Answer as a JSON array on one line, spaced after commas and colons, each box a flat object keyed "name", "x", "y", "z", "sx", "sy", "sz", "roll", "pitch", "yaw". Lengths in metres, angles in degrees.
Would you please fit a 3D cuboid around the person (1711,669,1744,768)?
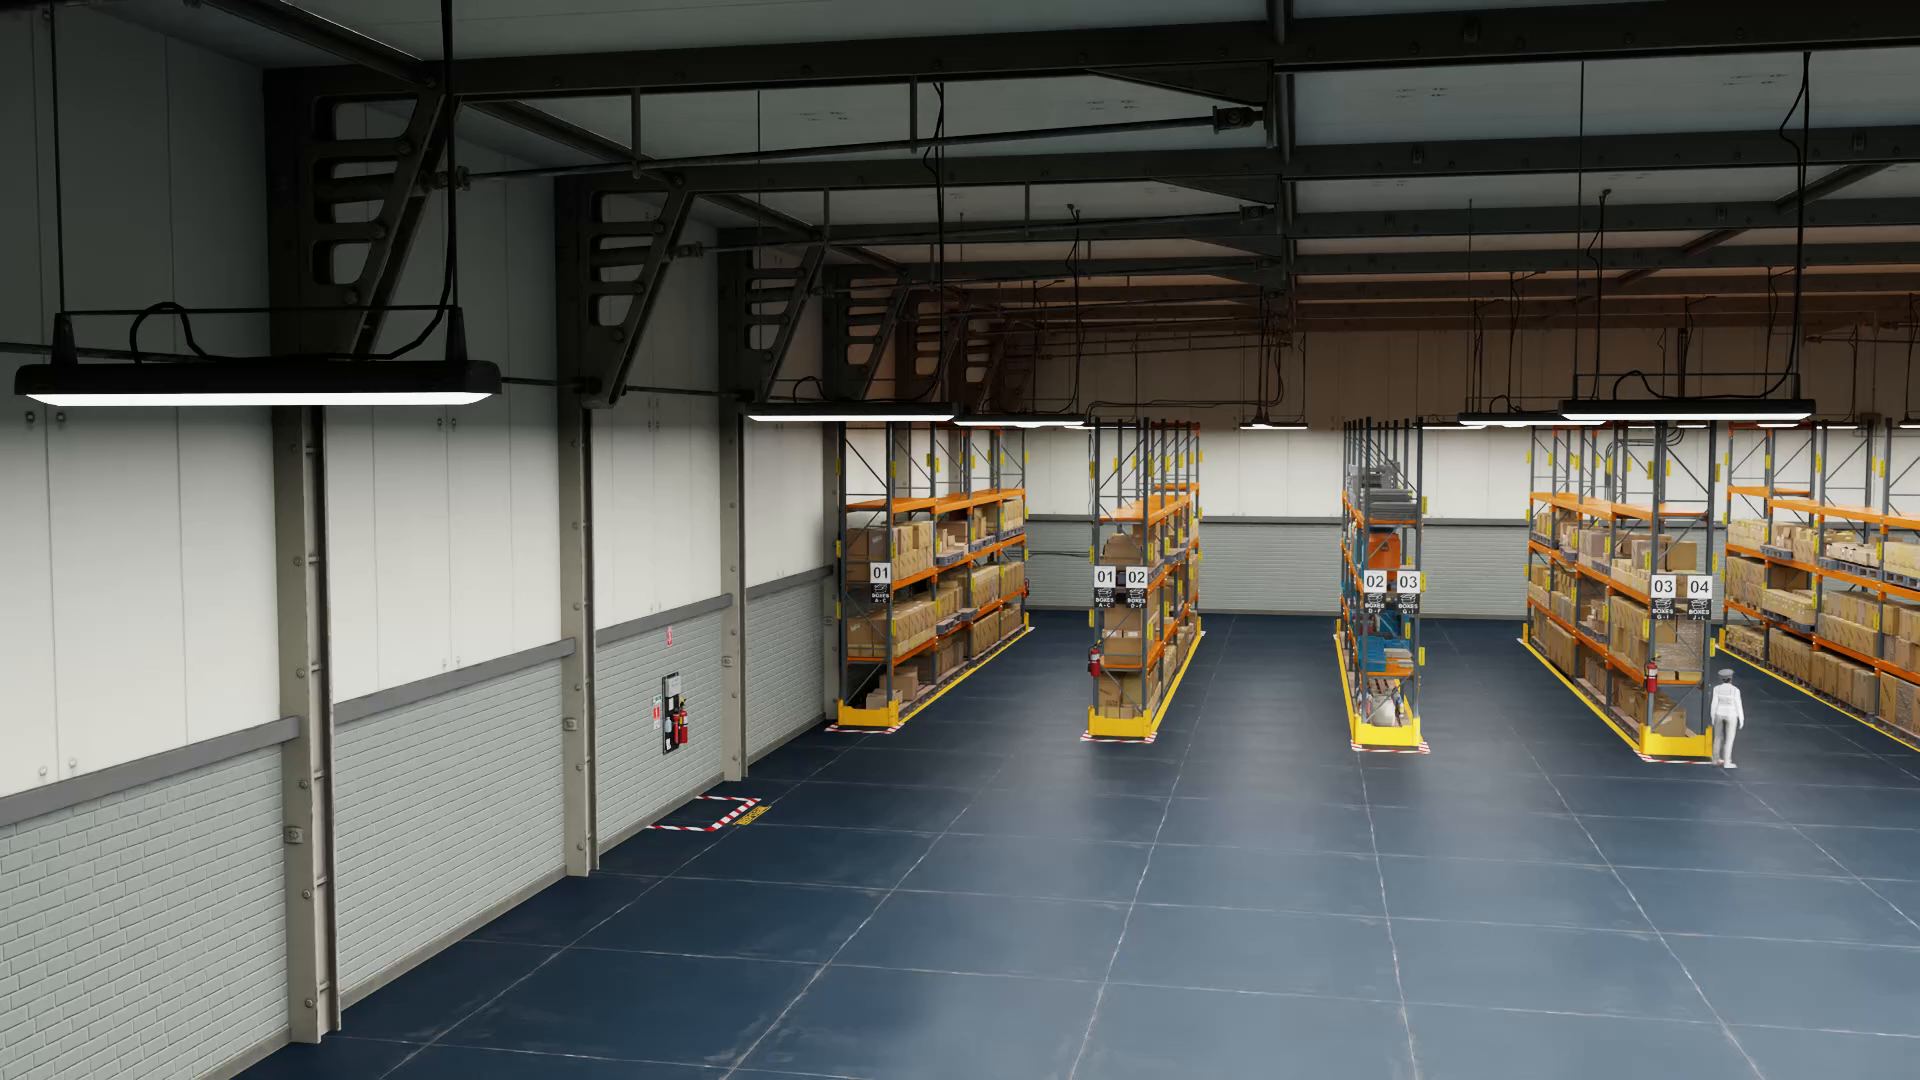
[{"name": "person", "x": 13.106, "y": 3.065, "z": 28.379, "sx": 0.377, "sy": 1.733, "sz": 0.548, "roll": -3, "pitch": 5, "yaw": -41}]
